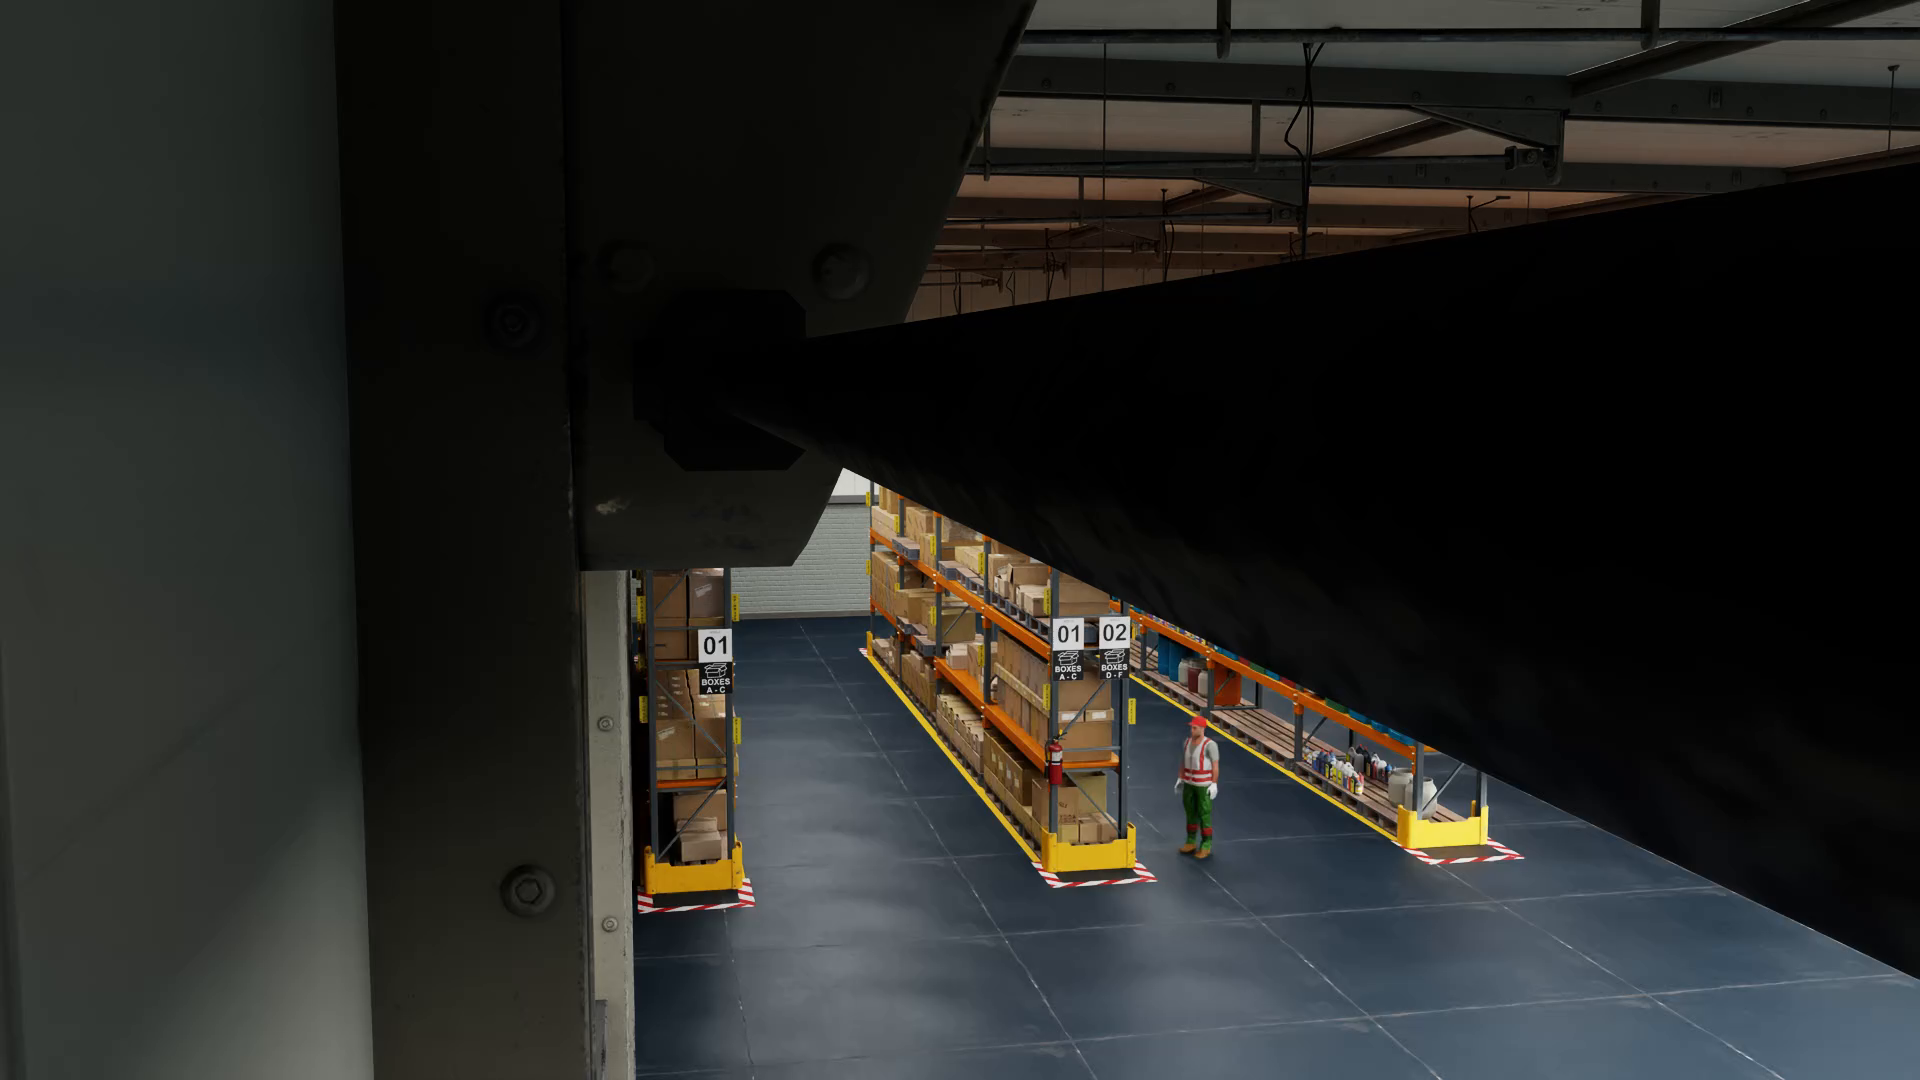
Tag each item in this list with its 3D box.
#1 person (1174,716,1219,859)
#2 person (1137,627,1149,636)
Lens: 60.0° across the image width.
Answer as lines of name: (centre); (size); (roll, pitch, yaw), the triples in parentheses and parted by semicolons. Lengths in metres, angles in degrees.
person: (3.054, 3.192, 21.612); (0.385, 1.811, 0.589); (-6, 8, -44)
person: (4.524, 1.512, 38.443); (0.570, 1.604, 0.845); (-5, 8, -41)
